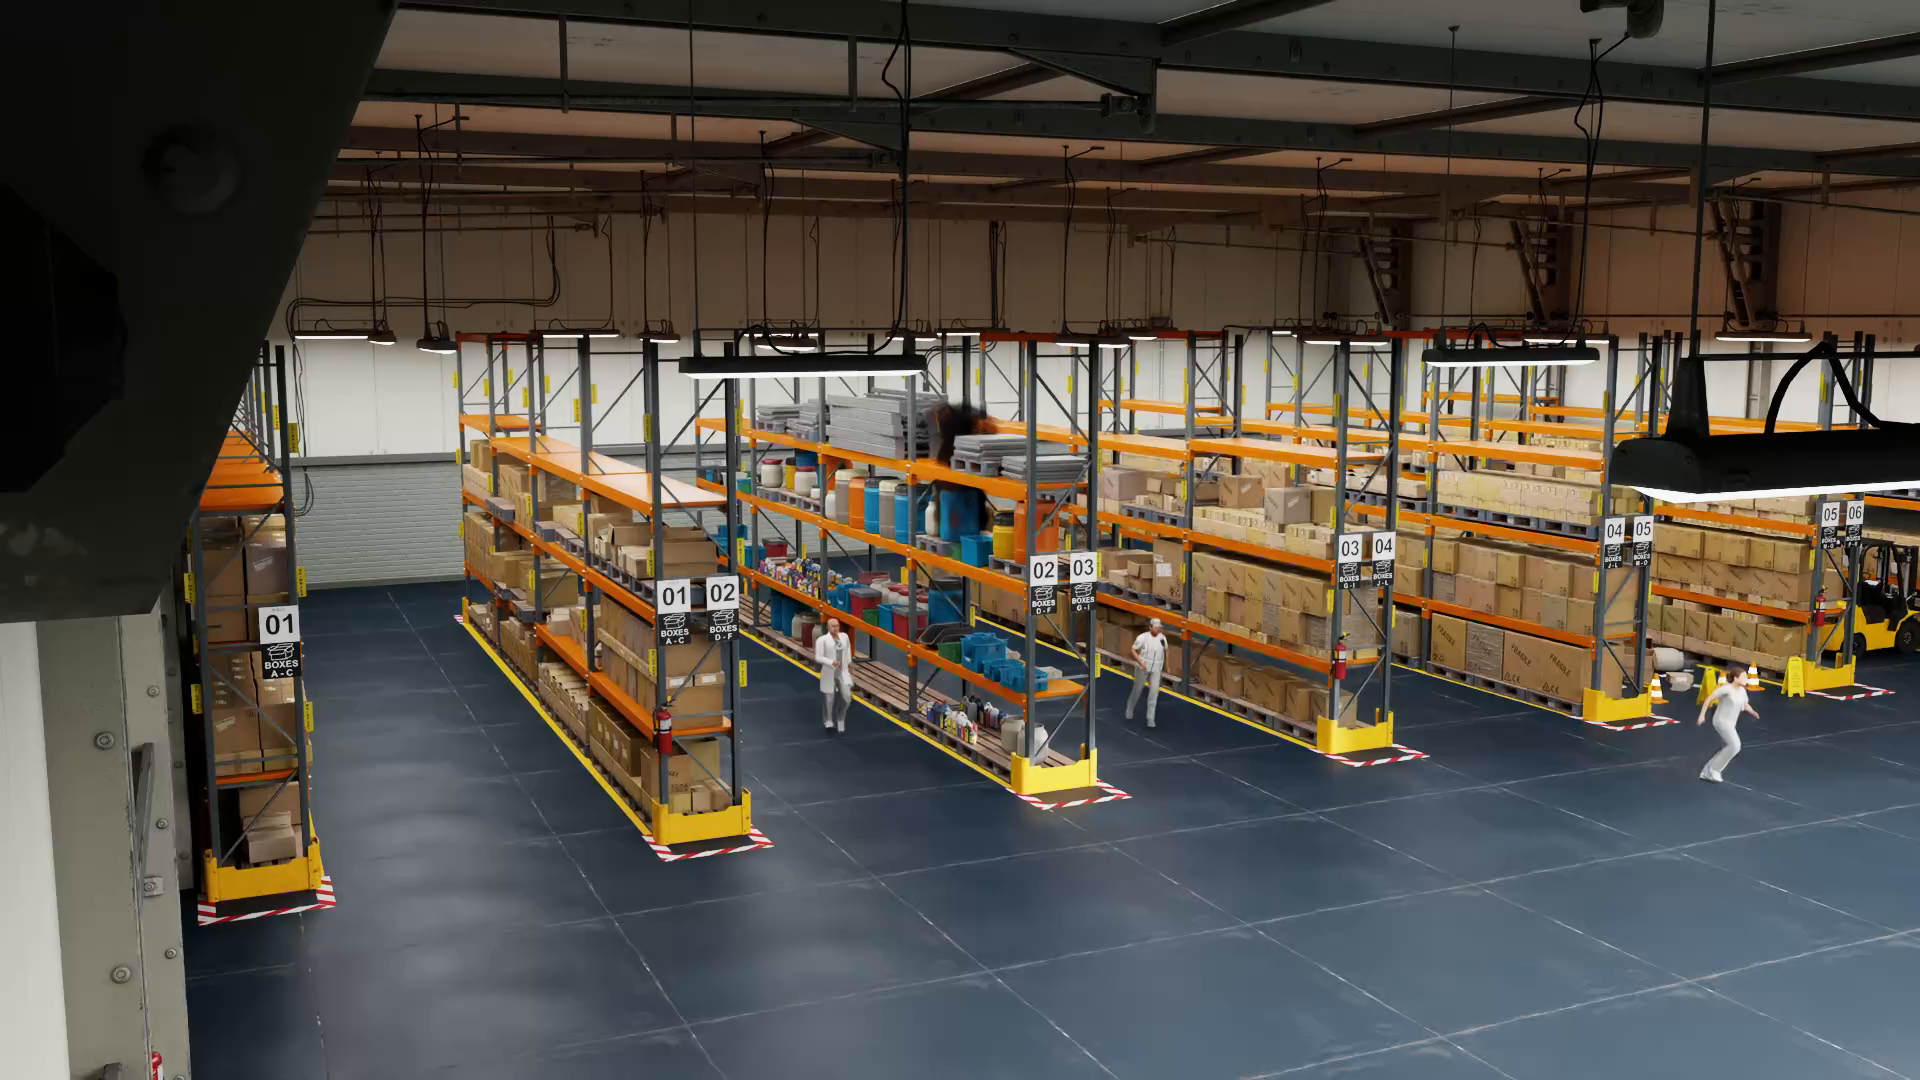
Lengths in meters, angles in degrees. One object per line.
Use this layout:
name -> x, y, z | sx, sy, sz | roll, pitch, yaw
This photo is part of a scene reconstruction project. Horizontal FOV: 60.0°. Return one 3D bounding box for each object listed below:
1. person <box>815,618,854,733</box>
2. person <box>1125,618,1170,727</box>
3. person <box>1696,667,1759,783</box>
person -> -1.896, 2.063, 25.254 | 0.664, 1.780, 0.849 | -3, 8, -23
person -> 2.954, 2.019, 25.788 | 0.644, 1.645, 0.908 | -1, 8, -7
person -> 10.509, 2.520, 22.638 | 0.738, 1.567, 0.623 | -6, 10, -38
